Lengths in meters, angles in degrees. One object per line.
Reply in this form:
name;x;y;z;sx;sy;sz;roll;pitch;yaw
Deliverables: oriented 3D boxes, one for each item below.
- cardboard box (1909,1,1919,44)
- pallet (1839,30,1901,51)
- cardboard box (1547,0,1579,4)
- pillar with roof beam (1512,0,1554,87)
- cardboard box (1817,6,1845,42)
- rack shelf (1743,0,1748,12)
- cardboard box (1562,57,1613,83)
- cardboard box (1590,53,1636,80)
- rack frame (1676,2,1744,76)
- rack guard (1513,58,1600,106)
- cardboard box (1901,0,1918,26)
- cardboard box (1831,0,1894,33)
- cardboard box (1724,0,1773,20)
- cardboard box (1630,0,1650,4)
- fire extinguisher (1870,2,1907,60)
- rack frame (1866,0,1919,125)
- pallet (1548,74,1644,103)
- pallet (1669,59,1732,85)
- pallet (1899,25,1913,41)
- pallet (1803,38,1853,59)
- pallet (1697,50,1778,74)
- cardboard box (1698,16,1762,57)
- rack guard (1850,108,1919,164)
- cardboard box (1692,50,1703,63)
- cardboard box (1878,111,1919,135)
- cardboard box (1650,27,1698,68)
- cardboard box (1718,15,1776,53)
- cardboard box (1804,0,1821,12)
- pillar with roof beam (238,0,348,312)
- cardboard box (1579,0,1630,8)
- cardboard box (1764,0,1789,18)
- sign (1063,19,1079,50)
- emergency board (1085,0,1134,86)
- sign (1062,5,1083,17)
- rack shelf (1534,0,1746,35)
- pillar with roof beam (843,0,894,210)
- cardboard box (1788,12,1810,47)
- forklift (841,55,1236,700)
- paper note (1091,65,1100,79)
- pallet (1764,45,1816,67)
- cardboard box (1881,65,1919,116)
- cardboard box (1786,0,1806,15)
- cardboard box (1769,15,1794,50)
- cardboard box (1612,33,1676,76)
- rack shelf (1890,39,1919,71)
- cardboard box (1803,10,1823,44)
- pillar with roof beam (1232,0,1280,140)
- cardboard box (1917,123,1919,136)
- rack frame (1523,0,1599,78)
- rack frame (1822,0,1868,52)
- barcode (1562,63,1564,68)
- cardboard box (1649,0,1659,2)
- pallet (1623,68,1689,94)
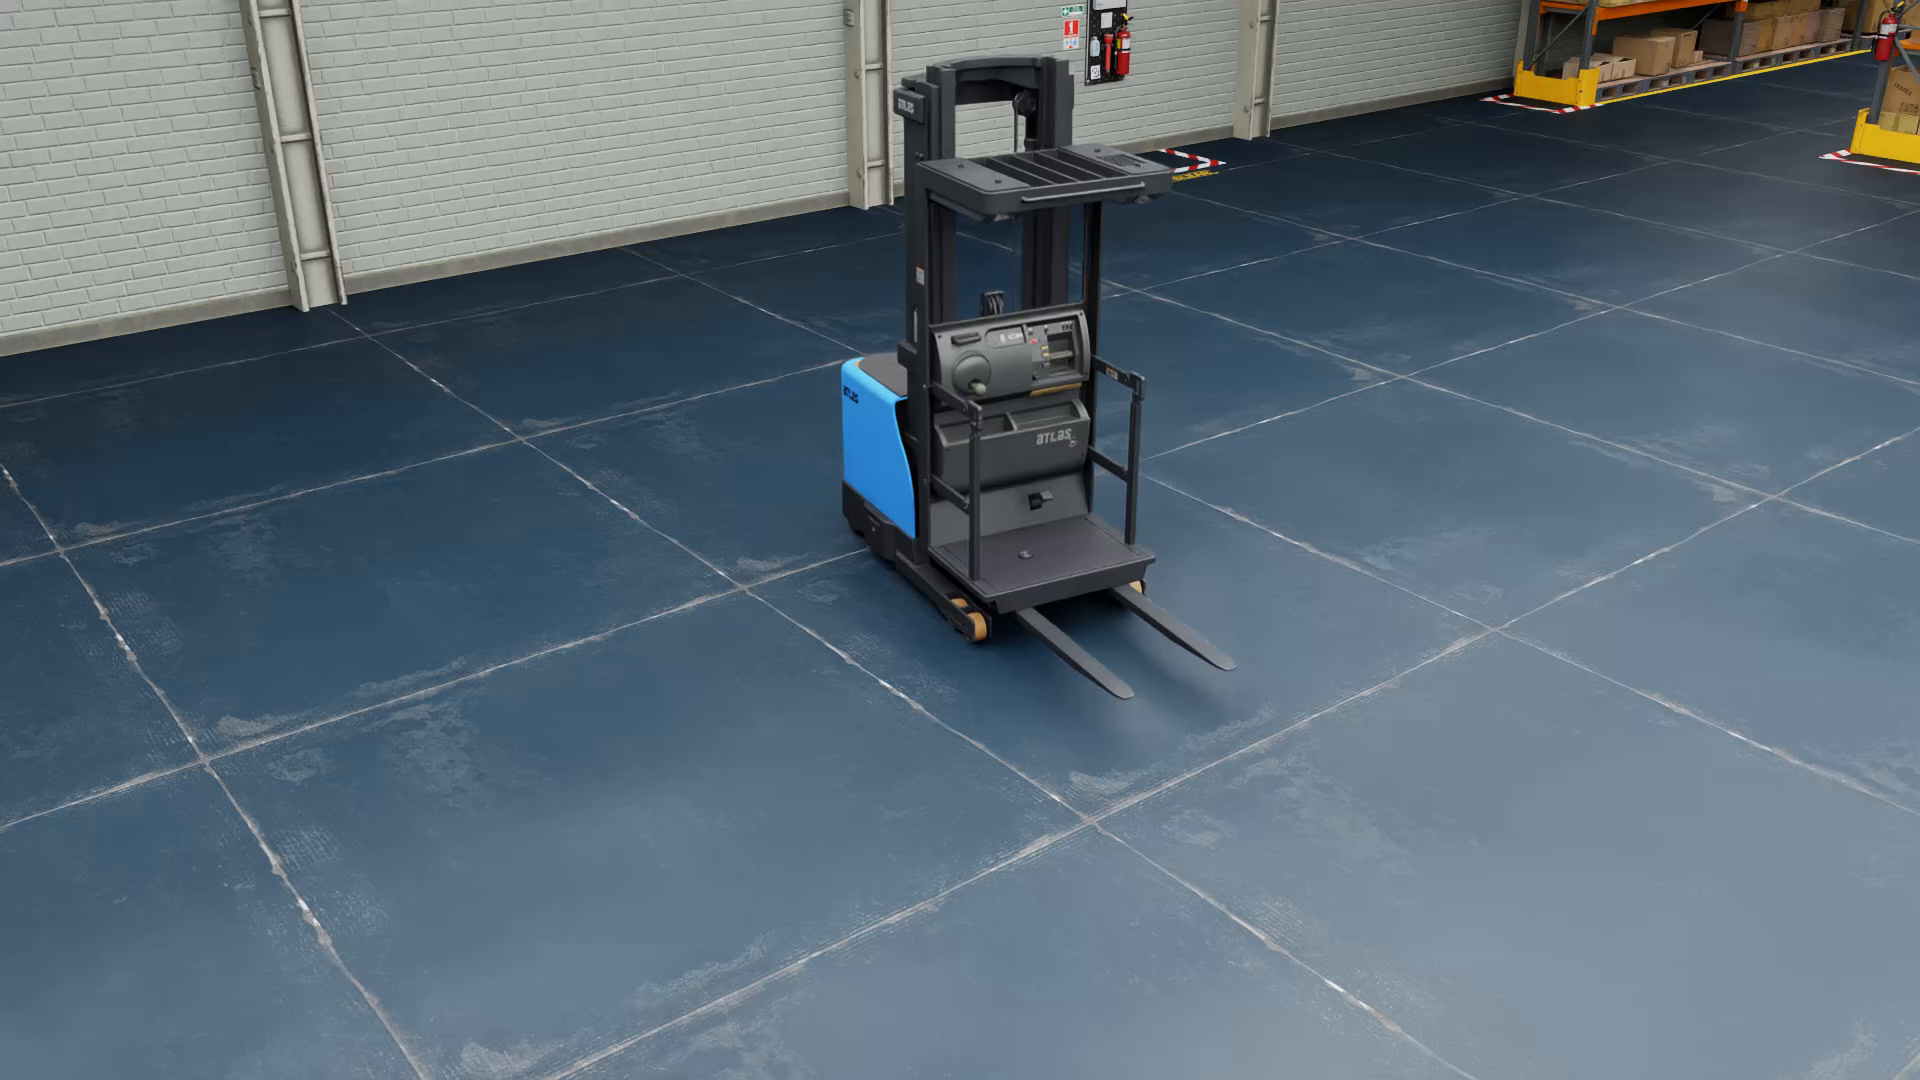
cardboard box;11.894;-6.190;19.905;0.500;0.500;0.700;-18;31;-34
pallet;15.421;-8.661;28.660;1.213;0.211;1.003;-18;31;-34
cardboard box;8.707;-7.794;23.635;0.500;0.250;0.500;-18;30;-33
pillar with roof beam;11.132;-9.431;19.881;0.400;9.000;9.100;-18;31;-34
cardboard box;14.220;-8.607;27.679;0.500;0.500;0.700;-18;30;-33
rack shelf;13.180;-8.900;26.718;4.000;0.370;1.077;-18;31;-34
cardboard box;9.059;-6.797;24.004;0.500;0.311;0.500;-23;33;-40
cardboard box;9.507;-6.945;24.324;0.500;0.311;0.500;-15;29;-30
rack frame;11.606;-8.707;25.447;0.127;3.000;1.000;-18;31;-34
rack guard;8.518;-6.553;23.777;0.348;0.500;1.175;-18;31;-34
cardboard box;16.107;-9.334;28.854;0.750;0.750;0.750;-18;31;-34
cardboard box;15.414;-9.109;28.368;0.750;0.750;0.750;-19;31;-35
cardboard box;12.520;-8.425;26.395;0.500;0.250;0.500;-19;31;-35
cardboard box;9.438;-7.770;23.583;0.500;0.250;0.500;-19;31;-36
fire extinguisher;11.139;-6.116;19.956;0.183;0.674;0.296;-18;31;-34
rack frame;11.518;-6.027;19.674;0.127;3.000;1.000;-18;31;-34
pallet;9.180;-6.622;24.267;1.213;0.211;1.003;-18;31;-34
pallet;11.100;-7.256;25.633;1.213;0.211;1.003;-18;31;-34
pallet;16.380;-8.976;29.339;1.213;0.211;1.003;-18;31;-34
pallet;14.138;-8.278;27.836;1.213;0.211;1.003;-18;31;-34
pallet;12.218;-7.644;26.471;1.213;0.211;1.003;-18;31;-34
cardboard box;12.175;-7.969;26.304;0.500;0.500;0.700;-17;30;-32
rack guard;11.499;-4.887;20.187;0.348;0.500;1.175;-18;31;-34
cardboard box;11.204;-7.472;25.630;0.380;0.166;0.250;22;33;39
cardboard box;11.758;-5.208;20.676;0.500;0.250;0.500;-18;31;-34
cardboard box;10.814;-7.489;25.271;0.500;0.500;0.500;-21;32;-38
cardboard box;12.551;-8.120;26.629;0.500;0.500;0.700;-19;31;-35
cardboard box;13.732;-8.820;27.247;0.500;0.250;0.500;-18;30;-33
pillar with roof beam;-3.032;-4.755;9.807;0.400;9.000;9.100;-18;31;-34
cardboard box;9.039;-7.630;23.282;0.500;0.250;0.500;-19;31;-35
cardboard box;12.927;-8.561;26.689;0.500;0.250;0.500;-19;31;-35
sign;1.287;-5.855;19.260;0.234;0.329;0.001;-18;31;-34
emergency board;1.786;-5.948;19.503;0.643;1.169;0.194;-18;31;-34
sign;1.296;-6.093;19.144;0.331;0.109;0.001;-18;31;-34
rack shelf;10.032;-7.861;24.479;4.000;0.370;1.077;-18;31;-34
pillar with roof beam;1.689;-6.314;13.165;0.400;9.000;9.100;-18;31;-34
cardboard box;13.369;-8.373;27.175;0.500;0.500;0.700;-18;31;-34
forklift;0.393;-0.986;8.893;1.130;2.935;3.031;-12;28;-25
paper note;1.604;-5.525;19.639;0.142;0.148;0.016;-18;31;-34
pallet;13.179;-7.963;27.157;1.213;0.211;1.003;-18;31;-34
cardboard box;11.757;-5.549;20.519;0.500;0.500;0.500;-18;31;-34
cardboard box;13.331;-8.685;26.956;0.500;0.250;0.500;-18;31;-34
cardboard box;12.977;-8.239;26.886;0.500;0.500;0.700;-18;30;-33
cardboard box;10.115;-7.205;24.659;0.500;0.500;0.700;-21;32;-37
rack shelf;13.092;-6.221;20.945;4.000;0.370;1.077;-18;31;-34
cardboard box;13.742;-8.512;27.474;0.500;0.500;0.700;-18;31;-34
pillar with roof beam;6.411;-7.872;16.523;0.400;9.000;9.100;-18;31;-34
cardboard box;12.078;-5.036;20.306;0.500;0.250;0.500;-18;31;-34
rack frame;8.459;-7.668;23.208;0.127;3.000;1.000;-18;31;-34
rack frame;14.754;-9.746;27.686;0.127;3.000;1.000;-18;31;-34
barcode;8.826;-6.939;24.298;0.075;0.075;0.001;-18;31;-34
cardboard box;9.843;-7.900;23.864;0.500;0.250;0.500;-19;31;-35
pallet;10.139;-6.937;24.946;1.213;0.211;1.003;-18;31;-34
